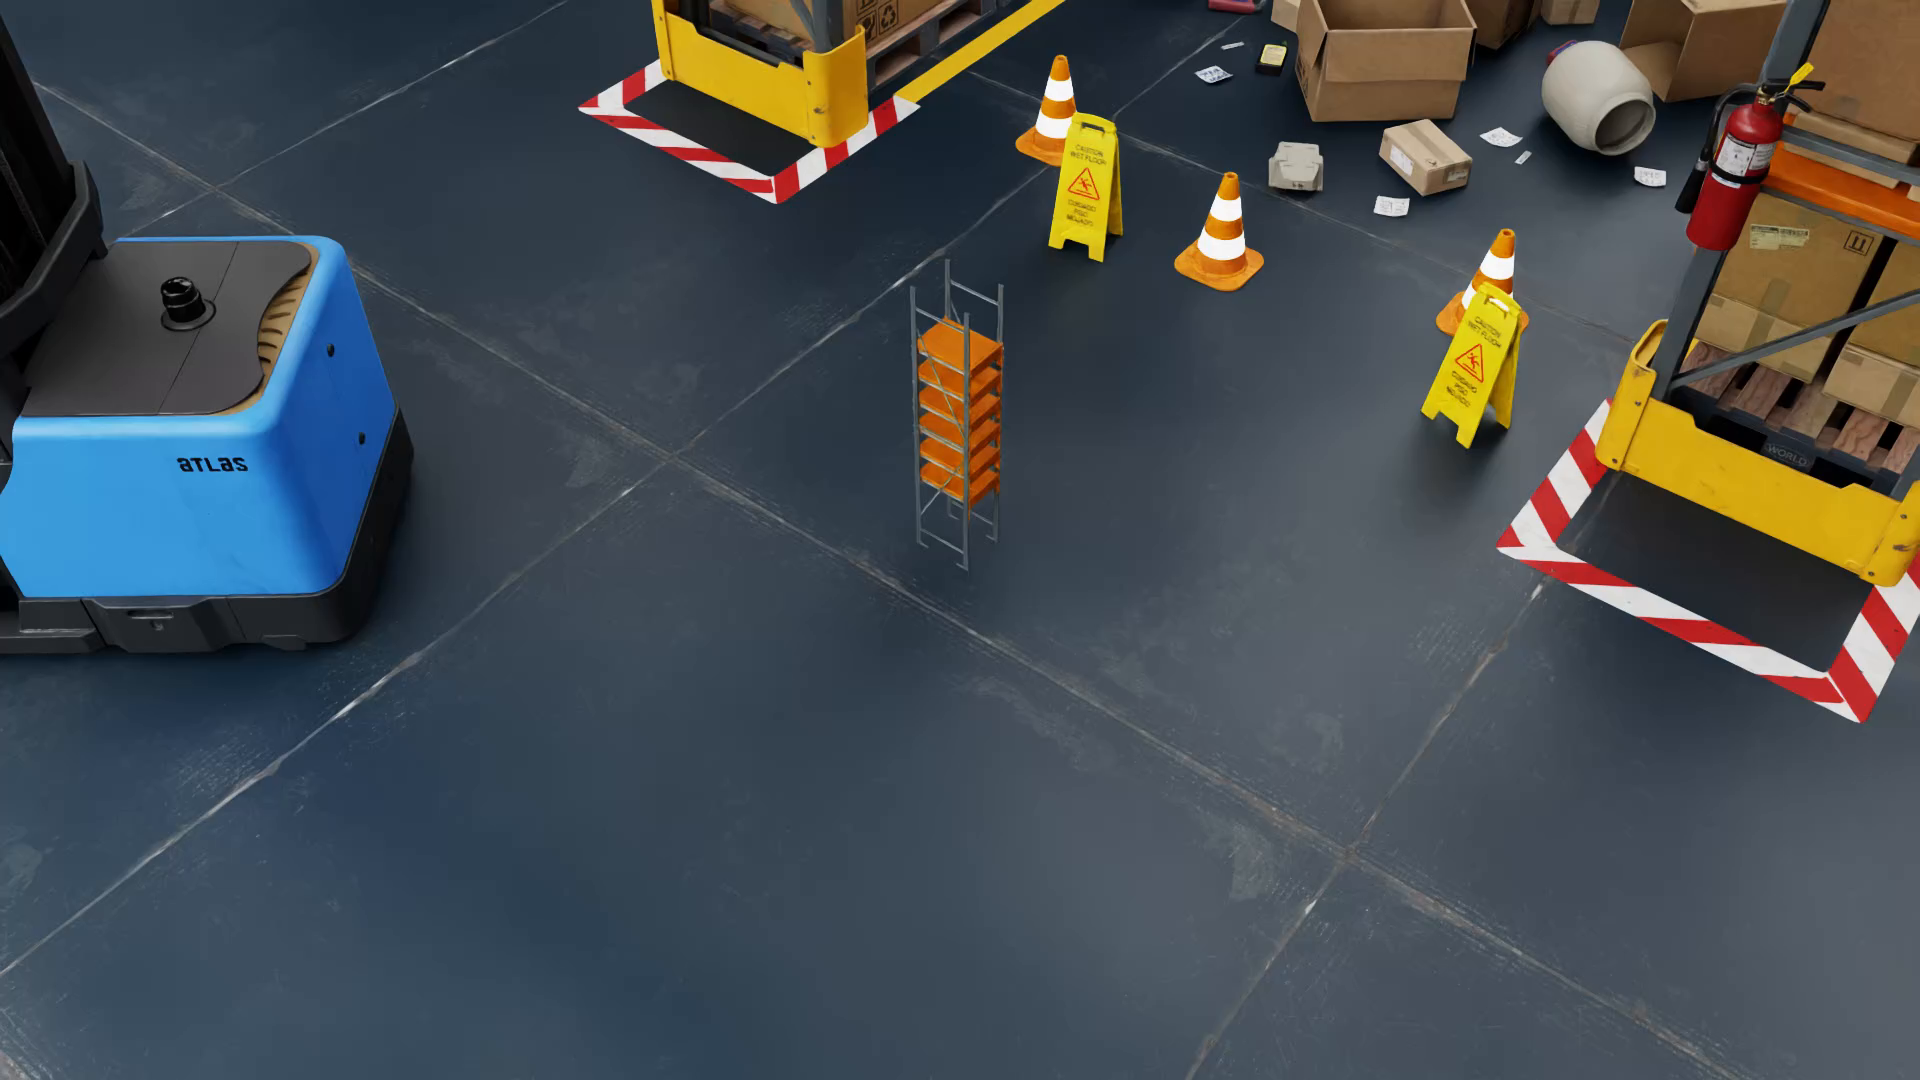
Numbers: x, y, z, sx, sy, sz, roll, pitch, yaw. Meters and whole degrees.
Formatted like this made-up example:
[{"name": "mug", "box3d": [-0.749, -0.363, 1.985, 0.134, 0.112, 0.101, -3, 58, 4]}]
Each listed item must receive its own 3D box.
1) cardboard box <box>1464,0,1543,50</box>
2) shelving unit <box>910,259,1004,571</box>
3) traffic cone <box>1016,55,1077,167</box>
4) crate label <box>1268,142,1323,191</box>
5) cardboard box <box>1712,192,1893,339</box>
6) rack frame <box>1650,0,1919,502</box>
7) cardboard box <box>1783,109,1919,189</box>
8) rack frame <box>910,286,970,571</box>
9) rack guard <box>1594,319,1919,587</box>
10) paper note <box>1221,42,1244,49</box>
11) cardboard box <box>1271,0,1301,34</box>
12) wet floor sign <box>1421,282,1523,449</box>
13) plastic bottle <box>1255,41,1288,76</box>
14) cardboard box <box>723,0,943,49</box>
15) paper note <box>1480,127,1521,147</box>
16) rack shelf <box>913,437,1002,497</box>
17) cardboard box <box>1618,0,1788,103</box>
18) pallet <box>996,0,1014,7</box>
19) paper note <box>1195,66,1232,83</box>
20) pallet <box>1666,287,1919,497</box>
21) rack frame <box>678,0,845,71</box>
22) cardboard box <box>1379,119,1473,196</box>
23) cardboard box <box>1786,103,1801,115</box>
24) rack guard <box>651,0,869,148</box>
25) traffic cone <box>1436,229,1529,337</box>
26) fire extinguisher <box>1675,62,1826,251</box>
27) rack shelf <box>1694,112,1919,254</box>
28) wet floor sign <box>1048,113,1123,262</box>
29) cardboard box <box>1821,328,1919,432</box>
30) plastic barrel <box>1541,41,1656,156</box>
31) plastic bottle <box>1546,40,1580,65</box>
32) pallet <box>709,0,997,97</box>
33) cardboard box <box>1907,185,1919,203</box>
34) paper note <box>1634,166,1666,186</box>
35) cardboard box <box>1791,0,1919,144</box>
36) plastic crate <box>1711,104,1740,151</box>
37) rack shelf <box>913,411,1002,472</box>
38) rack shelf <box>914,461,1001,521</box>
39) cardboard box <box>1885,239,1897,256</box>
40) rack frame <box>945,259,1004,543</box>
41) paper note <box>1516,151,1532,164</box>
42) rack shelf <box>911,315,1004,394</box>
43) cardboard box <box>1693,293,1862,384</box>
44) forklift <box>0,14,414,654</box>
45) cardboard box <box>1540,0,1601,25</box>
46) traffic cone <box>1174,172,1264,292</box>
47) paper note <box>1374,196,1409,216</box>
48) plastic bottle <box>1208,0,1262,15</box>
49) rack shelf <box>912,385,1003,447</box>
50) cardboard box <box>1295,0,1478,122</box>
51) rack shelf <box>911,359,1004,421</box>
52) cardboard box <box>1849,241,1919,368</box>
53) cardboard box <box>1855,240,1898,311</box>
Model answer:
[{"name": "cardboard box", "box3d": [2.637, -3.005, 8.678, 0.797, 0.637, 0.503, 29, 53, 25]}, {"name": "shelving unit", "box3d": [-0.009, -0.406, 5.808, 0.258, 1.200, 0.189, 29, 53, 25]}, {"name": "traffic cone", "box3d": [0.471, -2.087, 7.924, 0.336, 0.463, 0.334, 29, 53, 25]}, {"name": "crate label", "box3d": [1.589, -1.758, 7.835, 0.250, 0.136, 0.298, 6, 47, 5]}, {"name": "cardboard box", "box3d": [3.285, -1.185, 6.400, 0.500, 0.500, 0.500, 30, 53, 25]}, {"name": "rack frame", "box3d": [3.002, -1.157, 5.281, 1.000, 3.000, 0.127, 29, 53, 25]}, {"name": "cardboard box", "box3d": [3.061, -1.379, 5.666, 0.380, 0.149, 0.250, 31, 54, 26]}, {"name": "rack frame", "box3d": [-0.065, -0.354, 5.758, 0.240, 1.200, 0.006, 29, 53, 25]}, {"name": "rack guard", "box3d": [3.048, -0.337, 6.226, 1.175, 0.500, 0.348, 29, 53, 25]}, {"name": "paper note", "box3d": [1.430, -2.592, 8.719, 0.123, 0.001, 0.032, -17, 49, -15]}, {"name": "cardboard box", "box3d": [1.875, -2.834, 8.774, 0.258, 0.266, 0.396, -33, 55, -28]}, {"name": "wet floor sign", "box3d": [2.039, -0.708, 6.480, 0.232, 0.644, 0.267, -25, 51, -22]}, {"name": "plastic bottle", "box3d": [1.617, -2.499, 8.595, 0.133, 0.061, 0.283, 13, 48, 12]}, {"name": "cardboard box", "box3d": [-0.615, -3.116, 8.331, 0.875, 0.875, 0.875, 29, 53, 25]}, {"name": "paper note", "box3d": [2.642, -1.968, 8.117, 0.142, 0.019, 0.148, -25, 51, -22]}, {"name": "rack shelf", "box3d": [-0.009, -0.293, 5.927, 0.258, 0.103, 0.180, 29, 53, 25]}, {"name": "cardboard box", "box3d": [3.715, -2.572, 8.359, 0.500, 0.500, 0.500, -9, 47, -8]}, {"name": "pallet", "box3d": [0.196, -3.512, 9.459, 1.003, 0.211, 1.213, 29, 53, 25]}, {"name": "paper note", "box3d": [1.299, -2.384, 8.508, 0.142, 0.017, 0.144, -25, 51, -22]}, {"name": "pallet", "box3d": [3.573, -0.687, 6.760, 1.003, 0.211, 1.213, 29, 53, 25]}, {"name": "rack frame", "box3d": [-0.977, -3.288, 7.316, 1.000, 3.000, 0.127, 29, 53, 25]}, {"name": "cardboard box", "box3d": [2.204, -1.815, 7.881, 0.250, 0.149, 0.380, -17, 49, -15]}, {"name": "cardboard box", "box3d": [3.128, -1.573, 5.852, 0.380, 0.149, 0.250, 29, 53, 25]}, {"name": "rack guard", "box3d": [-0.992, -2.410, 8.207, 1.175, 0.500, 0.348, 29, 53, 25]}, {"name": "traffic cone", "box3d": [2.244, -1.097, 6.978, 0.336, 0.463, 0.334, 29, 53, 25]}, {"name": "fire extinguisher", "box3d": [2.567, -1.269, 5.441, 0.296, 0.674, 0.183, 29, 53, 25]}, {"name": "rack shelf", "box3d": [4.224, -2.053, 6.634, 1.077, 0.370, 4.000, 29, 53, 25]}, {"name": "wet floor sign", "box3d": [0.572, -1.582, 7.315, 0.267, 0.644, 0.232, 21, 50, 19]}, {"name": "cardboard box", "box3d": [3.714, -0.692, 6.447, 0.500, 0.250, 0.500, 29, 53, 25]}, {"name": "plastic barrel", "box3d": [3.066, -2.118, 7.981, 0.421, 0.421, 0.512, -9, 47, -8]}, {"name": "plastic bottle", "box3d": [3.174, -2.522, 8.616, 0.283, 0.061, 0.133, -33, 55, -28]}, {"name": "pallet", "box3d": [-0.550, -2.816, 8.795, 1.003, 0.211, 1.213, 29, 53, 25]}, {"name": "cardboard box", "box3d": [3.373, -1.173, 5.470, 0.380, 0.149, 0.250, 29, 53, 25]}, {"name": "paper note", "box3d": [3.272, -1.726, 7.878, 0.142, 0.019, 0.148, 13, 48, 12]}, {"name": "cardboard box", "box3d": [3.115, -1.727, 5.550, 0.500, 0.500, 0.500, 28, 53, 24]}, {"name": "plastic crate", "box3d": [3.838, -1.902, 8.011, 0.402, 0.080, 0.583, 13, 48, 12]}, {"name": "rack shelf", "box3d": [-0.009, -0.375, 5.840, 0.258, 0.103, 0.180, 29, 53, 25]}, {"name": "rack shelf", "box3d": [-0.009, -0.210, 6.014, 0.258, 0.103, 0.180, 29, 53, 25]}, {"name": "cardboard box", "box3d": [3.601, -1.485, 6.687, 0.500, 0.500, 0.500, 31, 54, 26]}, {"name": "rack frame", "box3d": [0.047, -0.459, 5.858, 0.240, 1.200, 0.006, 29, 53, 25]}, {"name": "paper note", "box3d": [2.711, -1.840, 8.001, 0.032, 0.001, 0.123, 29, 53, 25]}, {"name": "rack shelf", "box3d": [-0.009, -0.624, 5.580, 0.258, 0.103, 0.180, 29, 53, 25]}, {"name": "cardboard box", "box3d": [3.298, -0.948, 6.692, 0.500, 0.250, 0.500, 29, 53, 25]}, {"name": "forklift", "box3d": [-3.630, -0.967, 5.147, 3.031, 2.935, 1.130, -1, 46, -1]}, {"name": "cardboard box", "box3d": [3.251, -2.984, 8.917, 0.258, 0.266, 0.396, -2, 46, -2]}, {"name": "traffic cone", "box3d": [1.157, -1.393, 7.261, 0.336, 0.463, 0.334, 29, 53, 25]}, {"name": "paper note", "box3d": [2.004, -1.552, 7.712, 0.148, 0.019, 0.142, 13, 48, 12]}, {"name": "plastic bottle", "box3d": [1.494, -2.902, 8.980, 0.283, 0.061, 0.133, 13, 48, 12]}, {"name": "rack shelf", "box3d": [-0.009, -0.458, 5.754, 0.258, 0.103, 0.180, 29, 53, 25]}, {"name": "cardboard box", "box3d": [2.072, -2.419, 8.213, 0.797, 0.503, 0.637, -2, 46, -2]}, {"name": "rack shelf", "box3d": [-0.009, -0.541, 5.667, 0.258, 0.103, 0.180, 29, 53, 25]}, {"name": "cardboard box", "box3d": [3.728, -0.965, 6.189, 0.500, 0.500, 0.500, 28, 52, 24]}, {"name": "cardboard box", "box3d": [3.606, -1.227, 6.959, 0.500, 0.250, 0.500, 29, 53, 25]}]
